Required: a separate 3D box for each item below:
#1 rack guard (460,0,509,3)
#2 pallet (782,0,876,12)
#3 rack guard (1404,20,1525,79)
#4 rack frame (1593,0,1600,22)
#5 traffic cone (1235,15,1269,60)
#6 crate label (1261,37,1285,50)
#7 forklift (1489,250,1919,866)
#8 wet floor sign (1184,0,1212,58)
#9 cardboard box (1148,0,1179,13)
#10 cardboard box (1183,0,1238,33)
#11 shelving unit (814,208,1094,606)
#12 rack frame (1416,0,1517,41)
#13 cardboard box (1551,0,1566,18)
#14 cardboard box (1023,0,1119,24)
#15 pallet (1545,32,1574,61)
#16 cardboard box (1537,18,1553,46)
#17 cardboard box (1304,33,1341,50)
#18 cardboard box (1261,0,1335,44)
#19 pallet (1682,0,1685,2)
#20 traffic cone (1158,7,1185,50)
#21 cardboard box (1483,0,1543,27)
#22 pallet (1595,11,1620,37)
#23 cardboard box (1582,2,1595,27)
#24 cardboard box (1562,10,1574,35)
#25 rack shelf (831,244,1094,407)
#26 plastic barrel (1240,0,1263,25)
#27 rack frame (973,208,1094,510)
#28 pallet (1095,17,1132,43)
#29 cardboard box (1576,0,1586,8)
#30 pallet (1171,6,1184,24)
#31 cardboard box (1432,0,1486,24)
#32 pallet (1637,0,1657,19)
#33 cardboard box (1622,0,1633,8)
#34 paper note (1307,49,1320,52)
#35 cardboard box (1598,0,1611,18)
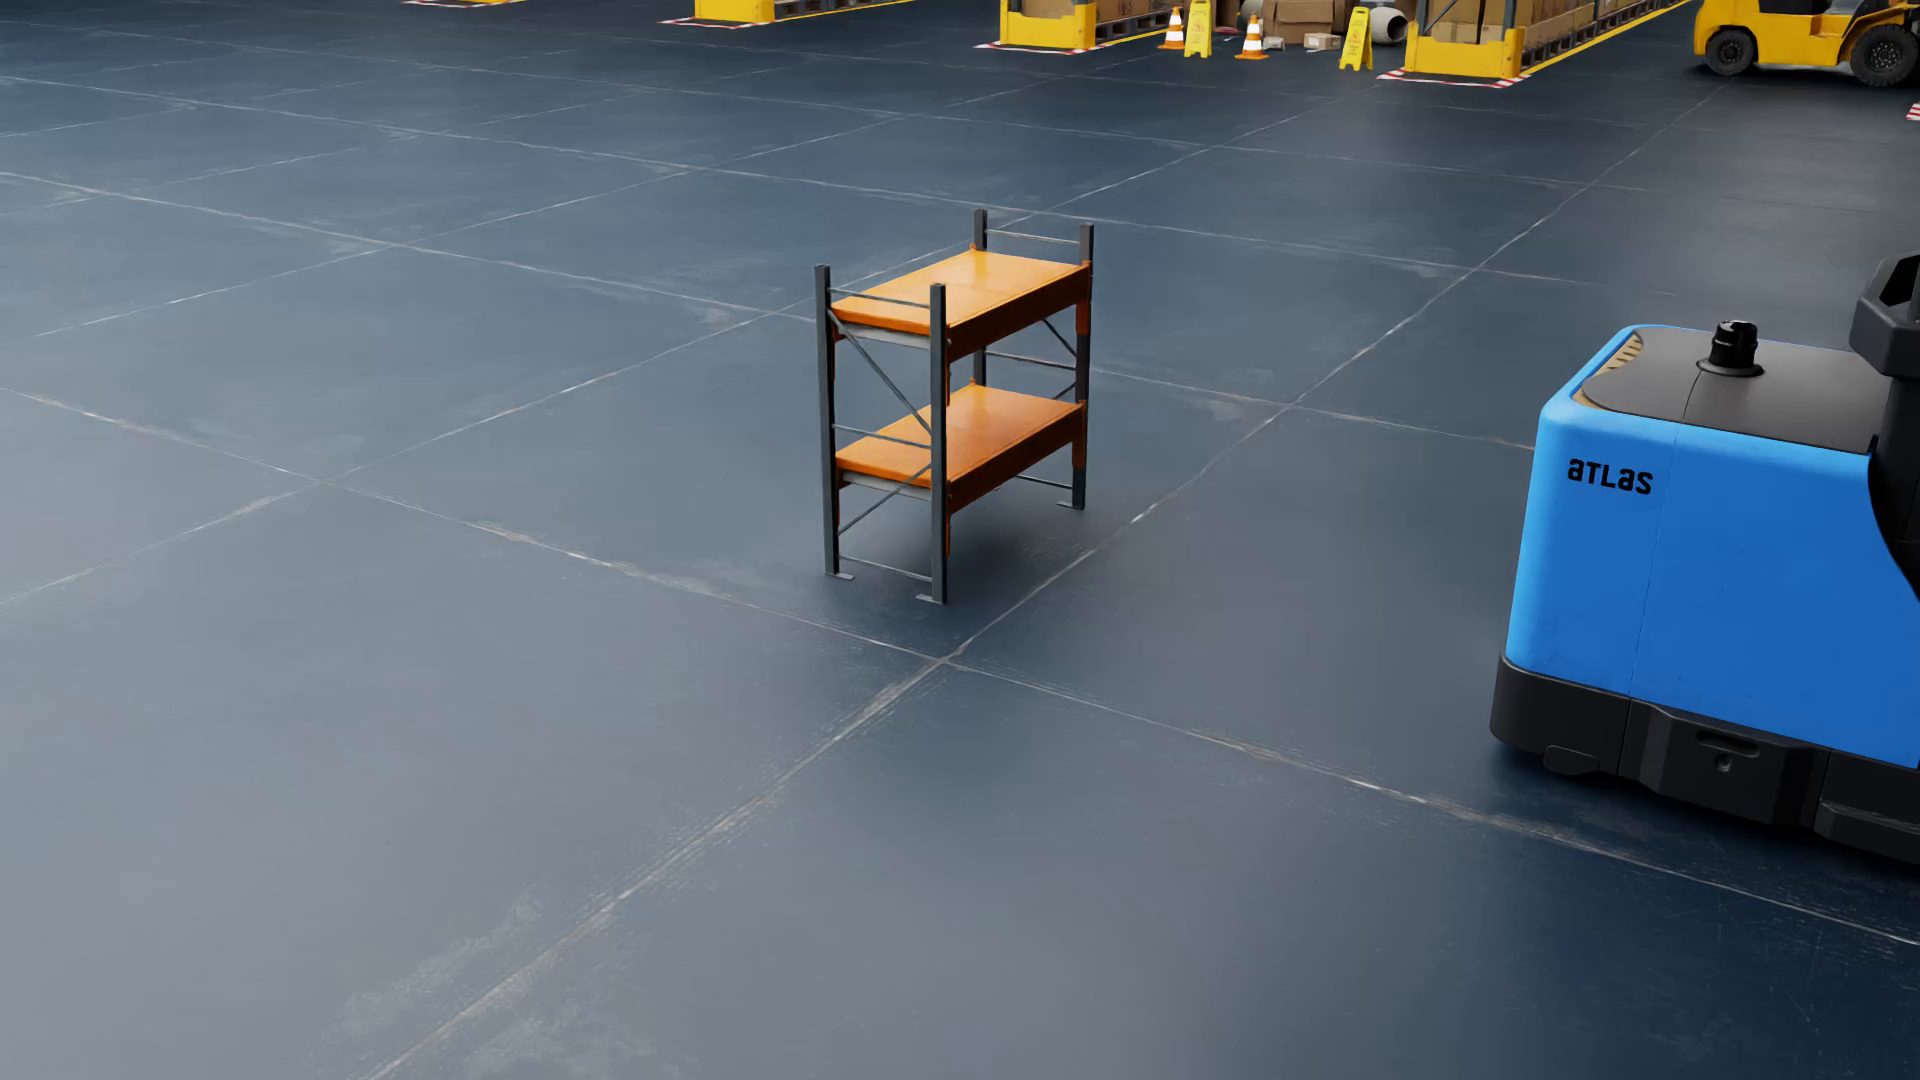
[{"bbox_3d":[-7.307,-8.351,24.911,1.175,0.500,0.348,14,27,29],"label":"rack guard"},{"bbox_3d":[-1.956,-7.848,24.112,1.003,0.211,1.213,14,27,29],"label":"pallet"},{"bbox_3d":[5.360,-5.226,17.694,1.175,0.500,0.348,14,27,29],"label":"rack guard"},{"bbox_3d":[7.430,-7.698,20.256,1.000,3.000,0.127,14,27,29],"label":"rack frame"},{"bbox_3d":[3.329,-5.717,18.874,0.336,0.463,0.334,14,27,29],"label":"traffic cone"},{"bbox_3d":[3.691,-5.846,19.581,0.250,0.136,0.298,1,23,2],"label":"crate label"},{"bbox_3d":[3.043,-0.559,3.851,3.031,2.935,1.130,14,27,30],"label":"forklift"},{"bbox_3d":[2.728,-5.846,18.942,0.267,0.644,0.232,9,25,20],"label":"wet floor sign"},{"bbox_3d":[2.308,-7.416,21.751,0.875,0.875,0.875,14,27,29],"label":"cardboard box"},{"bbox_3d":[3.225,-6.816,21.363,0.500,0.500,0.500,20,30,38],"label":"cardboard box"},{"bbox_3d":[0.004,-0.518,6.032,0.538,1.125,1.048,14,27,29],"label":"shelving unit"},{"bbox_3d":[5.320,-6.348,17.138,1.000,3.000,0.127,14,27,29],"label":"rack frame"},{"bbox_3d":[6.536,-6.190,18.762,0.500,0.500,0.500,14,27,30],"label":"cardboard box"},{"bbox_3d":[1.363,-6.811,20.354,0.875,0.875,0.875,14,27,29],"label":"cardboard box"},{"bbox_3d":[6.463,-5.771,19.315,1.003,0.211,1.213,14,27,29],"label":"pallet"},{"bbox_3d":[6.256,-5.664,18.490,0.500,0.250,0.500,15,28,31],"label":"cardboard box"},{"bbox_3d":[4.295,-5.905,19.703,0.250,0.149,0.380,-12,26,-26],"label":"cardboard box"},{"bbox_3d":[4.096,-6.326,20.229,0.797,0.503,0.637,-3,24,-7],"label":"cardboard box"},{"bbox_3d":[10.664,-8.429,25.454,1.003,0.211,1.213,14,27,29],"label":"pallet"},{"bbox_3d":[2.548,-6.069,19.686,0.336,0.463,0.334,14,27,29],"label":"traffic cone"},{"bbox_3d":[5.993,-5.845,17.965,0.500,0.500,0.500,13,27,27],"label":"cardboard box"},{"bbox_3d":[7.840,-6.681,21.418,1.003,0.211,1.213,14,27,29],"label":"pallet"},{"bbox_3d":[7.347,-6.373,20.128,0.500,0.250,0.500,15,28,31],"label":"cardboard box"},{"bbox_3d":[6.802,-6.020,19.314,0.500,0.250,0.500,14,27,30],"label":"cardboard box"},{"bbox_3d":[0.004,-0.787,5.916,0.538,0.278,1.000,14,27,29],"label":"rack shelf"},{"bbox_3d":[3.876,-6.815,21.458,0.421,0.421,0.512,-7,24,-17],"label":"plastic barrel"},{"bbox_3d":[0.272,-0.690,6.428,0.500,1.125,0.032,14,27,29],"label":"rack frame"},{"bbox_3d":[1.417,-6.358,20.670,1.003,0.211,1.213,14,27,29],"label":"pallet"},{"bbox_3d":[7.079,-6.545,19.582,0.500,0.500,0.500,14,27,30],"label":"cardboard box"},{"bbox_3d":[2.704,-7.181,22.573,1.003,0.211,1.213,14,27,29],"label":"pallet"},{"bbox_3d":[5.521,-5.948,18.202,0.500,0.500,0.500,14,27,29],"label":"cardboard box"},{"bbox_3d":[9.127,-7.505,23.320,1.003,0.211,1.213,14,27,29],"label":"pallet"},{"bbox_3d":[8.446,-7.341,22.210,0.950,0.372,0.625,15,28,31],"label":"cardboard box"},{"bbox_3d":[4.128,-5.722,19.428,0.148,0.019,0.142,5,24,11],"label":"paper note"},{"bbox_3d":[7.705,-6.862,21.105,0.950,0.372,0.625,14,27,30],"label":"cardboard box"}]
